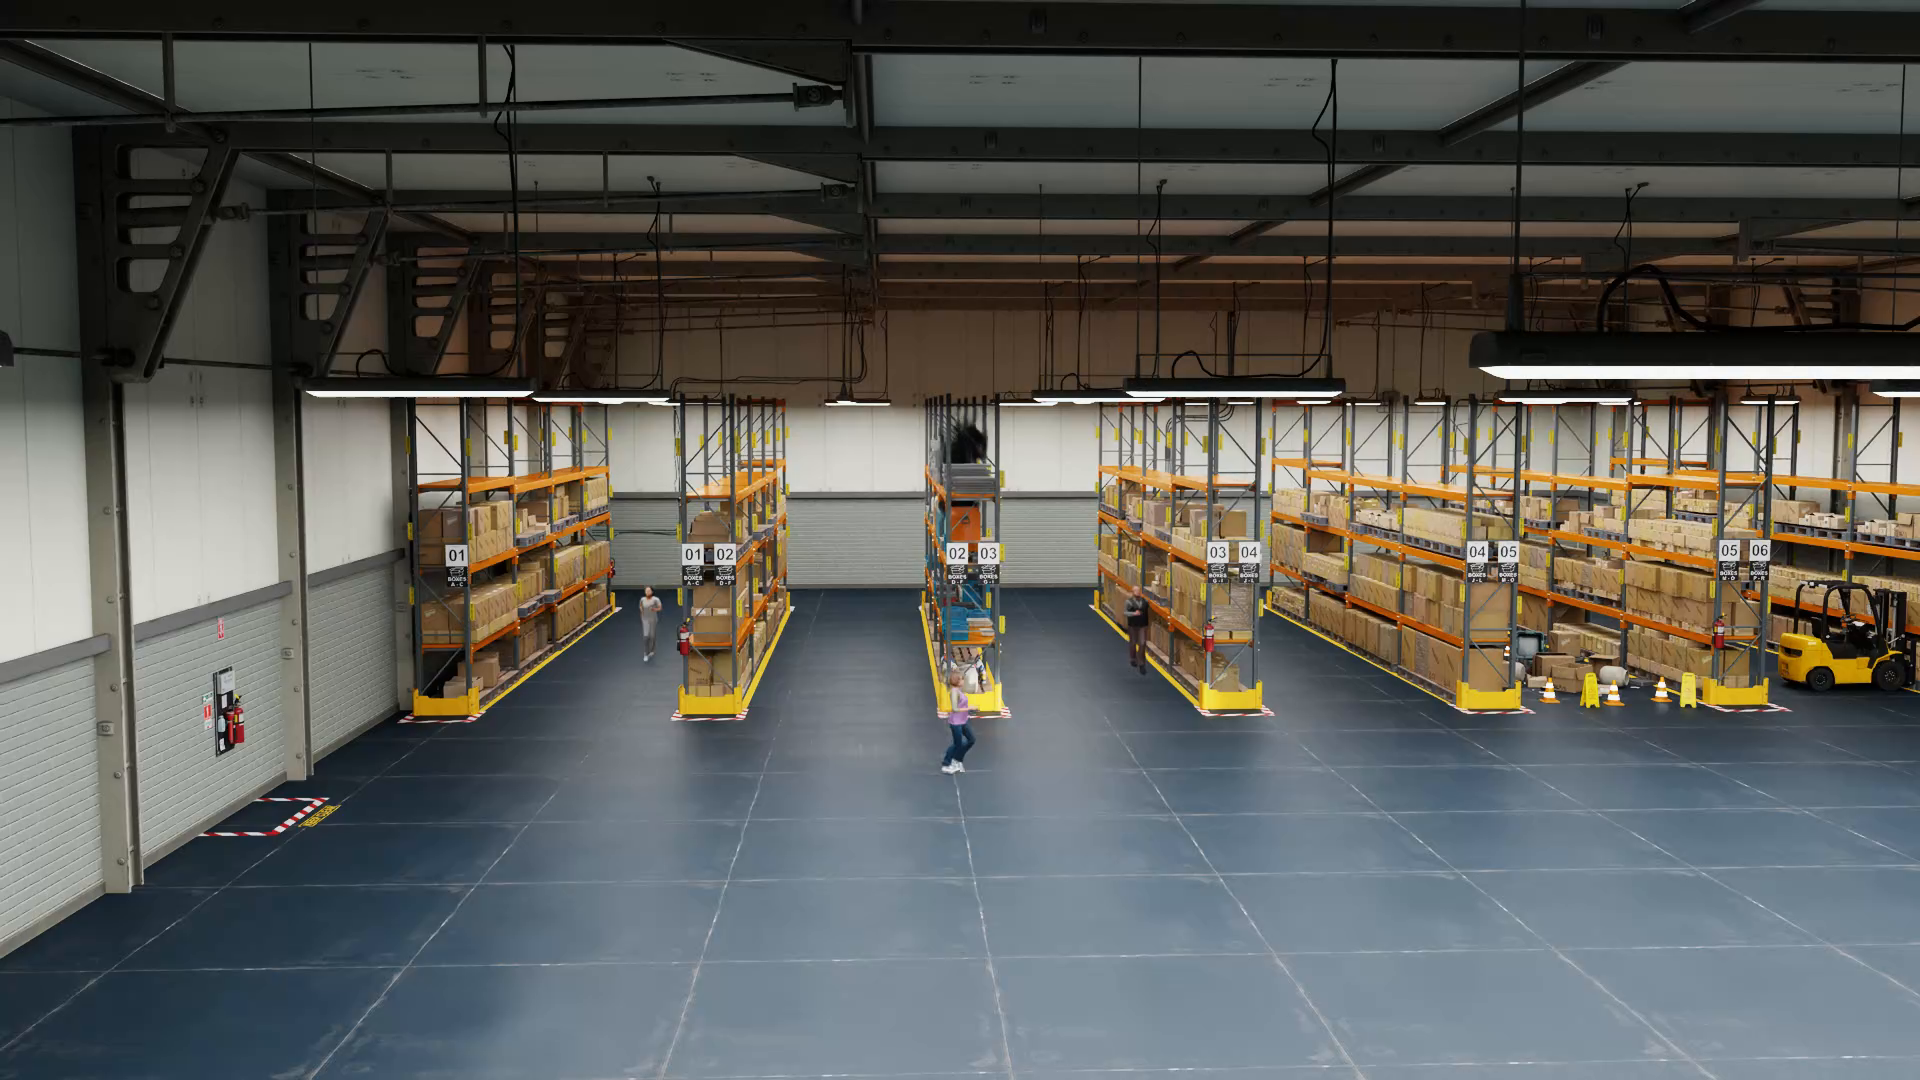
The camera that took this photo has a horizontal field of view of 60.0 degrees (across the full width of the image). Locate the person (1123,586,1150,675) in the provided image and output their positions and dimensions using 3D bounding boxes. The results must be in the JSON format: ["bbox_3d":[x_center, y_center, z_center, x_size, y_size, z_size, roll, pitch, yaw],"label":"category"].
[{"bbox_3d":[3.671,1.949,34.529,0.623,1.641,0.717,0,5,-4],"label":"person"}]

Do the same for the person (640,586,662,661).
[{"bbox_3d":[-7.063,1.899,38.010,0.539,1.731,0.761,0,5,-4],"label":"person"}]

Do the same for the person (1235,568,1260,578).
[{"bbox_3d":[7.780,1.286,45.099,0.669,1.819,0.747,0,5,-6],"label":"person"}]

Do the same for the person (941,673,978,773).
[{"bbox_3d":[0.006,2.873,26.026,0.614,1.593,0.516,1,5,18],"label":"person"}]
